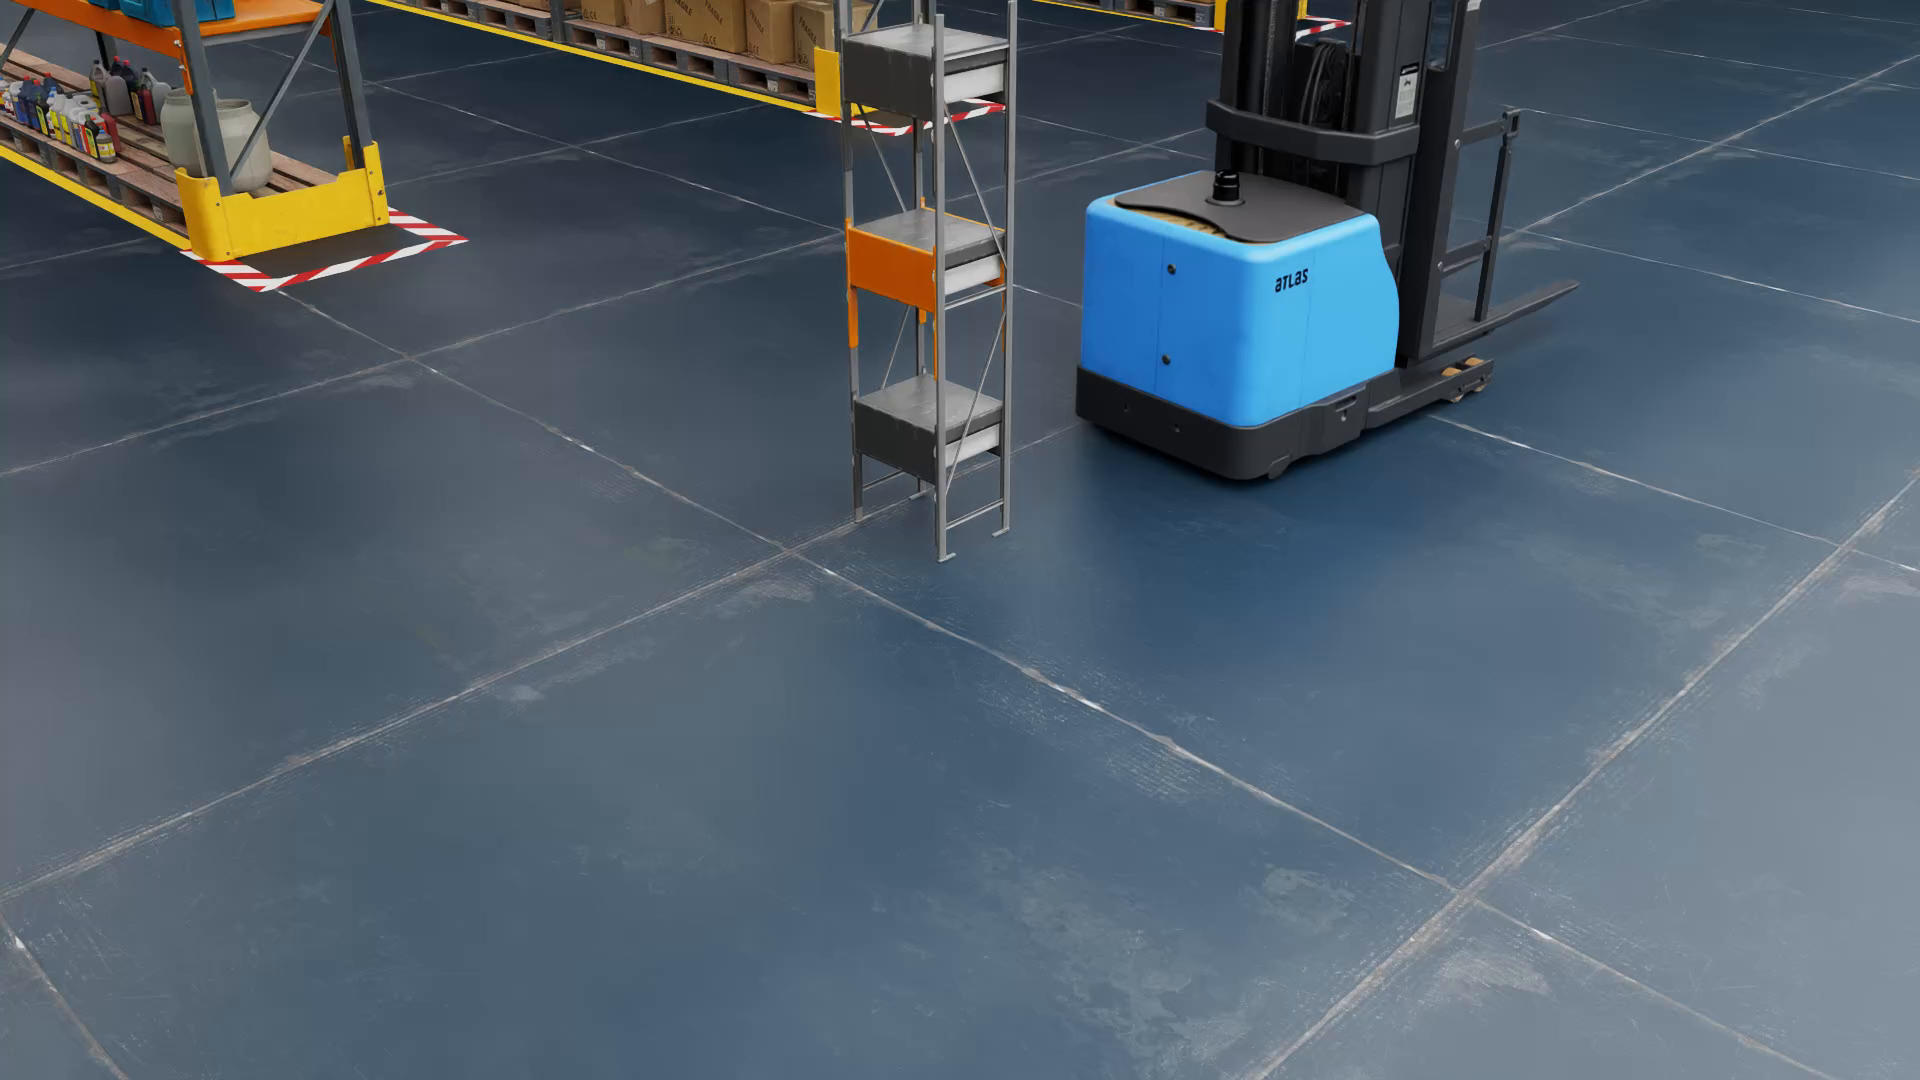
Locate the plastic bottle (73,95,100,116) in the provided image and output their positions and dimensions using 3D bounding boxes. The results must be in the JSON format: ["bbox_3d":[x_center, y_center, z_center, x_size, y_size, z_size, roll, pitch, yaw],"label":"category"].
[{"bbox_3d":[-6.100,-2.959,11.607,0.135,0.276,0.152,25,36,38],"label":"plastic bottle"}]

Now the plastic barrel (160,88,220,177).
[{"bbox_3d":[-4.936,-2.646,10.781,0.421,0.512,0.421,0,28,0],"label":"plastic barrel"}]

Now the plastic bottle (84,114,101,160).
[{"bbox_3d":[-5.769,-2.687,11.082,0.061,0.283,0.133,-24,36,-38],"label":"plastic bottle"}]

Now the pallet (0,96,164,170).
[{"bbox_3d":[-6.459,-3.046,12.316,1.213,0.211,1.003,25,36,38],"label":"pallet"}]

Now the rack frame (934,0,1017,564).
[{"bbox_3d":[0.056,-0.904,6.213,0.015,2.100,0.400,25,36,38],"label":"rack frame"}]

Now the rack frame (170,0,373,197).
[{"bbox_3d":[-4.056,-3.208,9.628,0.127,3.000,1.000,25,36,38],"label":"rack frame"}]

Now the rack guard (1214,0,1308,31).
[{"bbox_3d":[2.983,-5.351,16.389,0.348,0.500,1.175,25,36,38],"label":"rack guard"}]

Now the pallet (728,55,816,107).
[{"bbox_3d":[-1.192,-3.919,13.977,1.213,0.211,1.003,25,36,38],"label":"pallet"}]

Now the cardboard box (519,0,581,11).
[{"bbox_3d":[-3.859,-5.453,16.110,0.500,0.500,0.700,21,34,35],"label":"cardboard box"}]

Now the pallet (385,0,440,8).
[{"bbox_3d":[-5.732,-5.973,17.882,1.213,0.211,1.003,25,36,38],"label":"pallet"}]

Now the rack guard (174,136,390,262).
[{"bbox_3d":[-4.143,-2.111,10.228,0.348,0.500,1.175,25,36,38],"label":"rack guard"}]

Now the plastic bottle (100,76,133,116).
[{"bbox_3d":[-6.196,-3.268,12.196,0.135,0.276,0.152,25,36,38],"label":"plastic bottle"}]

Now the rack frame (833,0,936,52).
[{"bbox_3d":[-0.583,-4.852,12.754,0.127,3.000,1.000,25,36,38],"label":"rack frame"}]

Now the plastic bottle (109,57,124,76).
[{"bbox_3d":[-6.247,-3.421,12.407,0.185,0.351,0.144,23,36,37],"label":"plastic bottle"}]

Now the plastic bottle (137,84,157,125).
[{"bbox_3d":[-5.841,-3.133,11.932,0.133,0.283,0.061,25,36,38],"label":"plastic bottle"}]

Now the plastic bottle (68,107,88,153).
[{"bbox_3d":[-5.932,-2.788,11.283,0.135,0.276,0.152,23,36,37],"label":"plastic bottle"}]

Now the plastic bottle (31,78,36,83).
[{"bbox_3d":[-6.664,-3.196,12.050,0.133,0.283,0.061,25,36,38],"label":"plastic bottle"}]

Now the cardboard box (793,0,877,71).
[{"bbox_3d":[-1.017,-4.141,13.636,0.500,0.500,0.500,-18,33,-30],"label":"cardboard box"}]

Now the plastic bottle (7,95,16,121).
[{"bbox_3d":[-6.843,-3.154,12.059,0.097,0.201,0.097,0,28,0],"label":"plastic bottle"}]

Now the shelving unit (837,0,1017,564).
[{"bbox_3d":[-0.118,-0.983,6.364,0.503,2.100,0.431,25,36,38],"label":"shelving unit"}]

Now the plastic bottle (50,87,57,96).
[{"bbox_3d":[-6.436,-3.092,11.867,0.097,0.271,0.097,0,28,0],"label":"plastic bottle"}]

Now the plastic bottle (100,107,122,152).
[{"bbox_3d":[-5.759,-2.781,11.262,0.133,0.283,0.061,25,36,38],"label":"plastic bottle"}]

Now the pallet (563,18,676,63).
[{"bbox_3d":[-2.932,-4.715,15.491,1.213,0.211,1.003,25,36,38],"label":"pallet"}]

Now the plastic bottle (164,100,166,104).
[{"bbox_3d":[-5.663,-3.103,11.963,0.097,0.201,0.097,0,28,0],"label":"plastic bottle"}]

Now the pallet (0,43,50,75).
[{"bbox_3d":[-8.370,-3.921,13.979,1.213,0.211,1.003,25,36,38],"label":"pallet"}]

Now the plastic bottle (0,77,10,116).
[{"bbox_3d":[-6.988,-3.251,12.169,0.097,0.271,0.097,0,28,0],"label":"plastic bottle"}]

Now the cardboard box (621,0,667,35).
[{"bbox_3d":[-2.765,-4.908,15.096,0.500,0.500,0.500,-13,31,-24],"label":"cardboard box"}]

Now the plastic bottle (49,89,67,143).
[{"bbox_3d":[-6.186,-2.934,11.481,0.185,0.351,0.144,24,36,38],"label":"plastic bottle"}]

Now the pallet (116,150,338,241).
[{"bbox_3d":[-4.719,-2.250,10.802,1.213,0.211,1.003,25,36,38],"label":"pallet"}]

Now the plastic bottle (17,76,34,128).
[{"bbox_3d":[-6.624,-3.135,11.862,0.144,0.351,0.185,-24,36,-38],"label":"plastic bottle"}]

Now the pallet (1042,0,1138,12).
[{"bbox_3d":[1.475,-5.864,17.675,1.213,0.211,1.003,25,36,38],"label":"pallet"}]

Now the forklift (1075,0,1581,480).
[{"bbox_3d":[1.969,-2.121,7.634,3.031,2.935,1.130,-23,35,-36],"label":"forklift"}]

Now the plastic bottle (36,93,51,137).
[{"bbox_3d":[-6.400,-2.975,11.632,0.061,0.283,0.133,-23,36,-37],"label":"plastic bottle"}]

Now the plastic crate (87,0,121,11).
[{"bbox_3d":[-5.082,-3.420,10.191,0.408,0.251,0.499,25,36,38],"label":"plastic crate"}]

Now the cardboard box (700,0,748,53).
[{"bbox_3d":[-1.900,-4.535,14.386,0.500,0.500,0.500,-21,34,-35],"label":"cardboard box"}]

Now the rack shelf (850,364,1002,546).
[{"bbox_3d":[-0.118,-0.352,6.696,0.480,0.518,0.431,25,36,38],"label":"rack shelf"}]

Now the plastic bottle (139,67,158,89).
[{"bbox_3d":[-5.880,-3.253,12.087,0.185,0.351,0.144,24,36,38],"label":"plastic bottle"}]
